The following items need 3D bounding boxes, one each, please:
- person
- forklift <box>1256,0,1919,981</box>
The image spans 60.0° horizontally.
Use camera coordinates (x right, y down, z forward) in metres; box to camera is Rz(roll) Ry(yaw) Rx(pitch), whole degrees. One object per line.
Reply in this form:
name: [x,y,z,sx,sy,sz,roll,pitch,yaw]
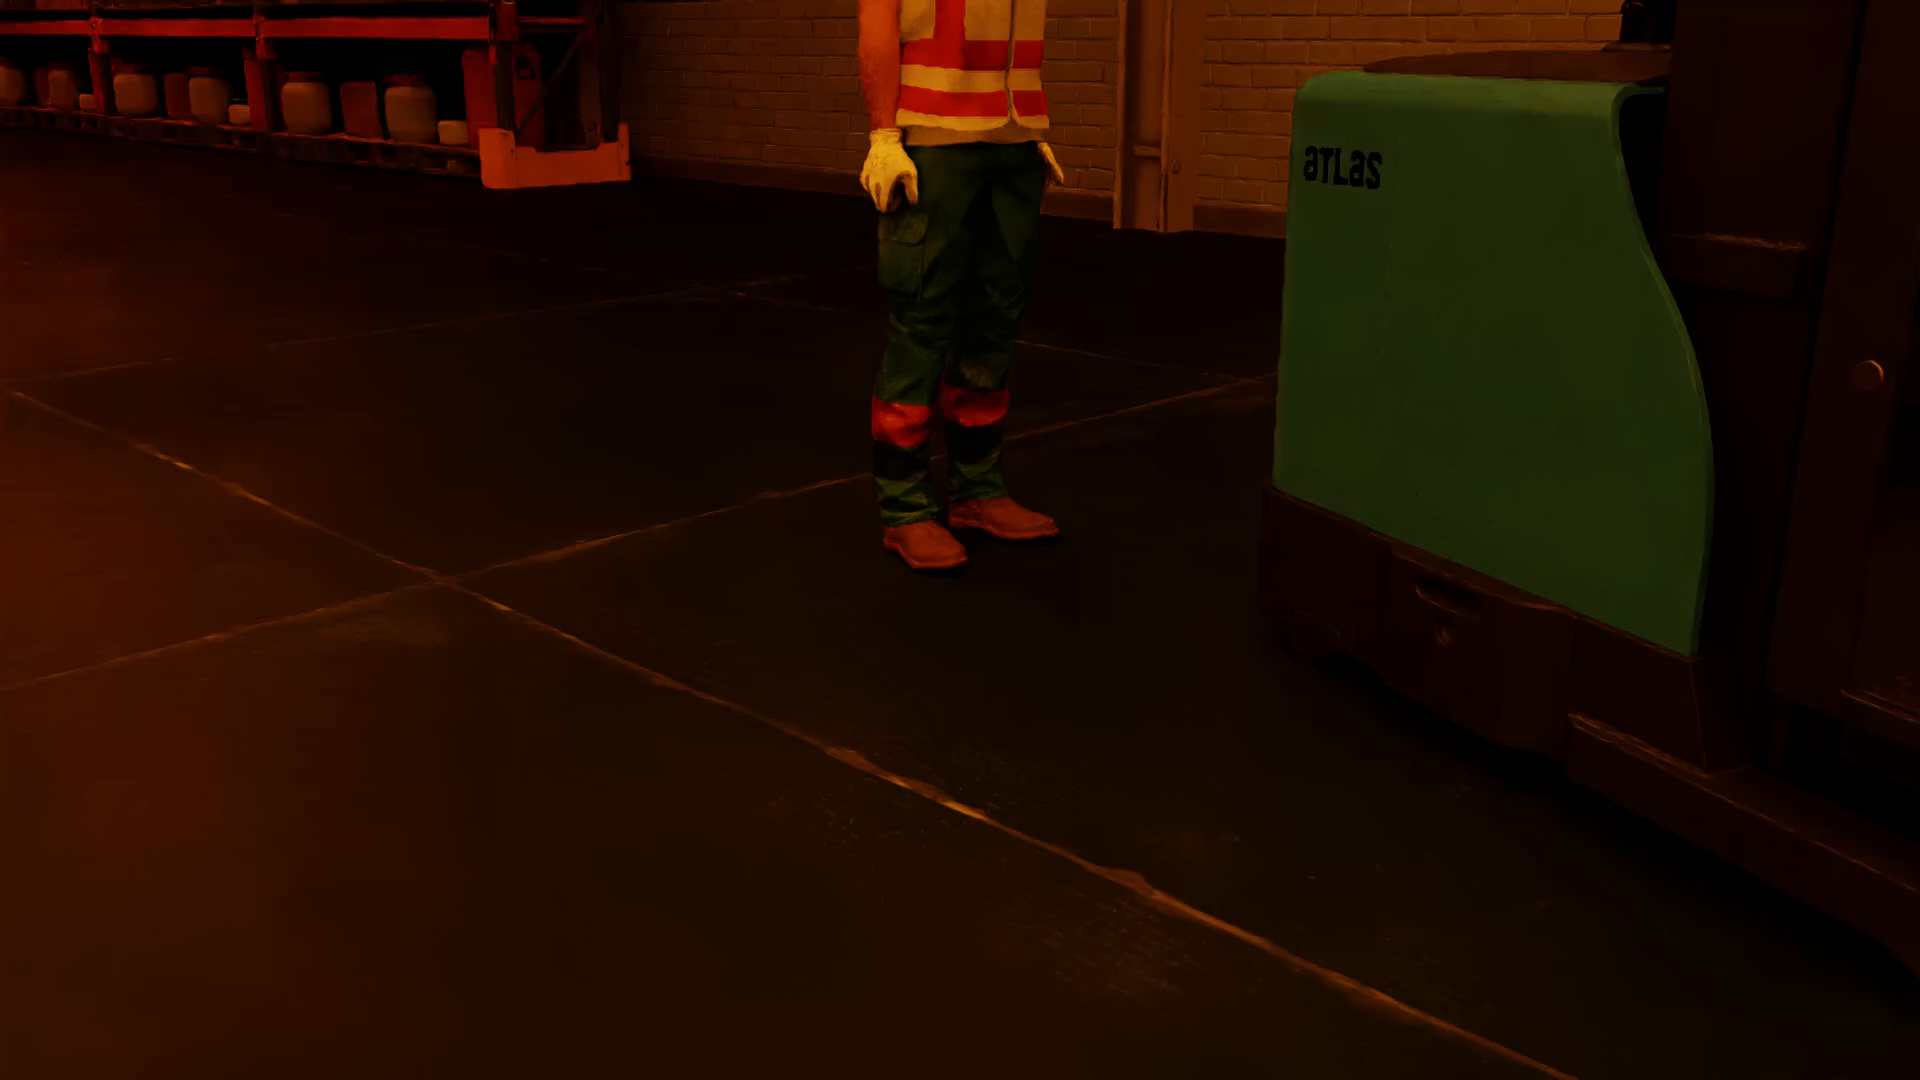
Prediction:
person: [0.016,-0.852,3.617,0.349,1.795,0.540,16,23,42]
forklift: [1.668,-0.885,1.789,1.130,2.935,3.031,-8,19,-24]
